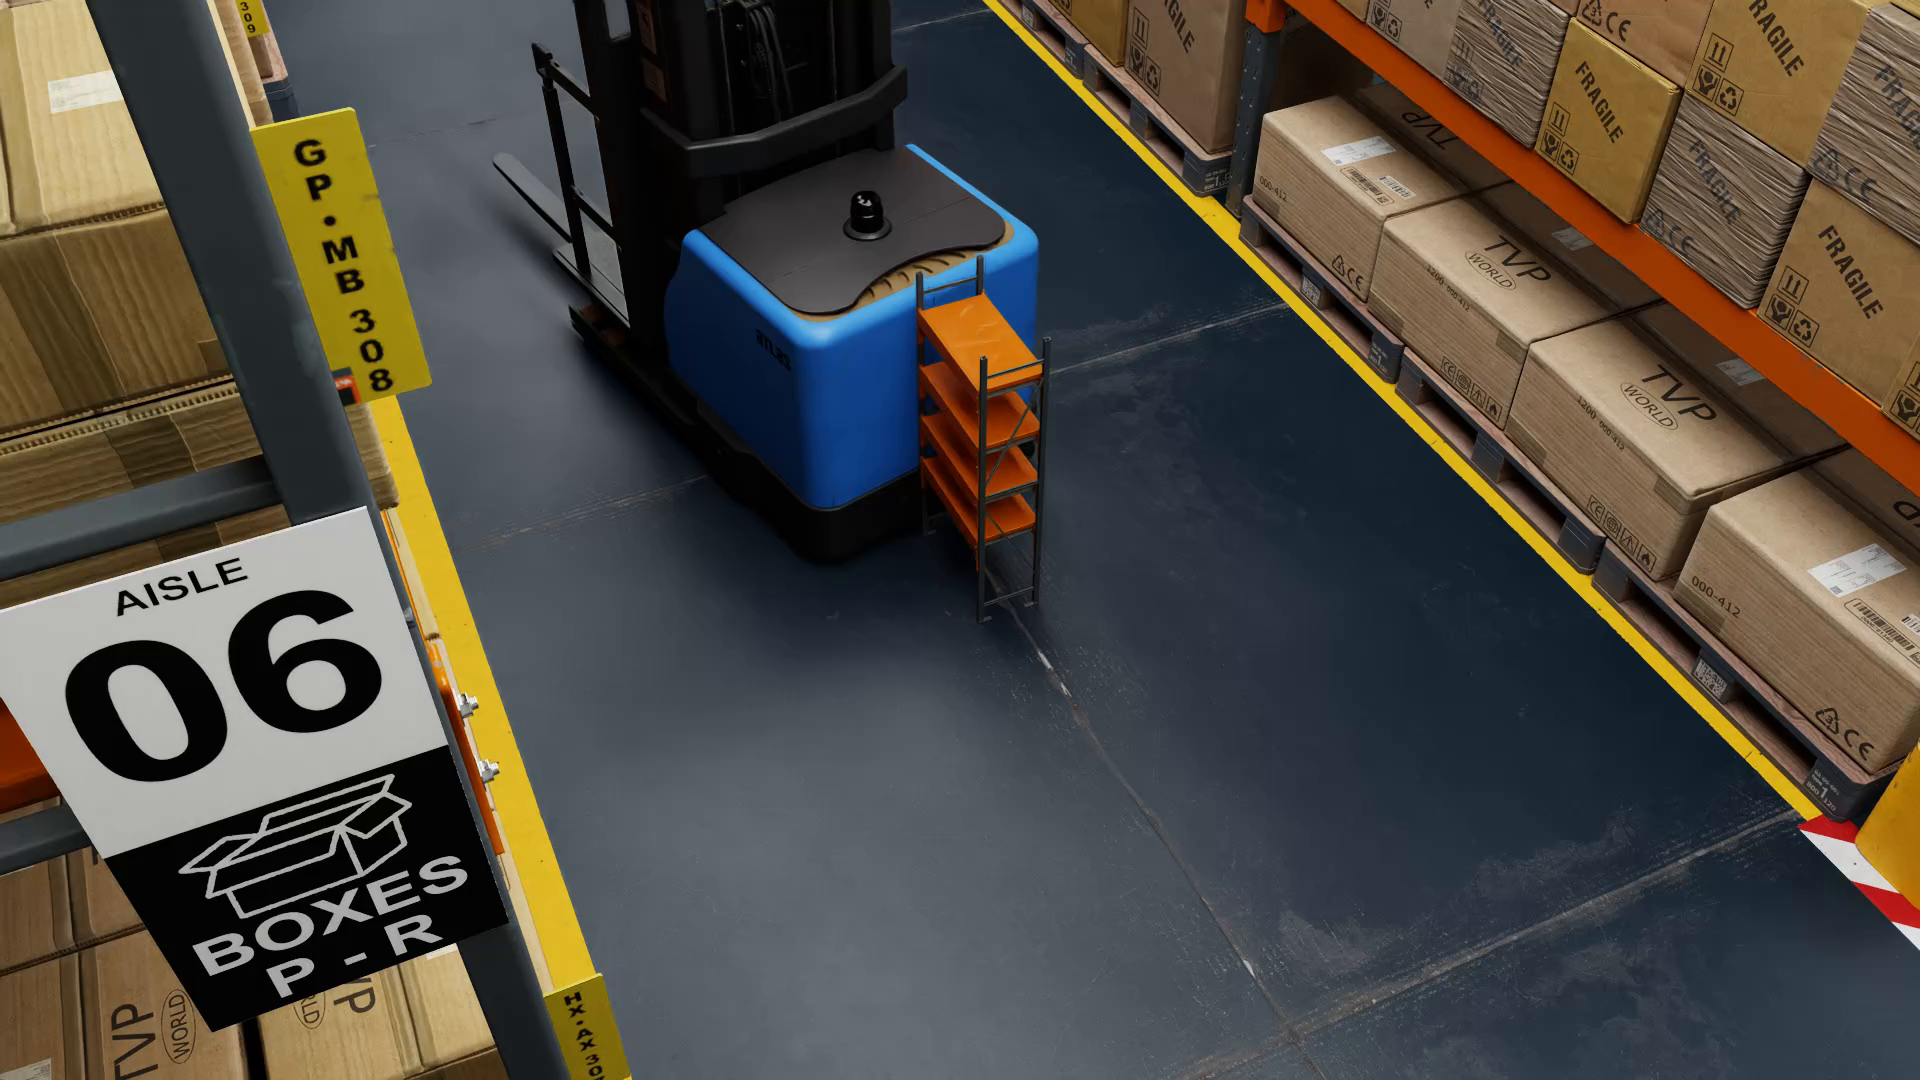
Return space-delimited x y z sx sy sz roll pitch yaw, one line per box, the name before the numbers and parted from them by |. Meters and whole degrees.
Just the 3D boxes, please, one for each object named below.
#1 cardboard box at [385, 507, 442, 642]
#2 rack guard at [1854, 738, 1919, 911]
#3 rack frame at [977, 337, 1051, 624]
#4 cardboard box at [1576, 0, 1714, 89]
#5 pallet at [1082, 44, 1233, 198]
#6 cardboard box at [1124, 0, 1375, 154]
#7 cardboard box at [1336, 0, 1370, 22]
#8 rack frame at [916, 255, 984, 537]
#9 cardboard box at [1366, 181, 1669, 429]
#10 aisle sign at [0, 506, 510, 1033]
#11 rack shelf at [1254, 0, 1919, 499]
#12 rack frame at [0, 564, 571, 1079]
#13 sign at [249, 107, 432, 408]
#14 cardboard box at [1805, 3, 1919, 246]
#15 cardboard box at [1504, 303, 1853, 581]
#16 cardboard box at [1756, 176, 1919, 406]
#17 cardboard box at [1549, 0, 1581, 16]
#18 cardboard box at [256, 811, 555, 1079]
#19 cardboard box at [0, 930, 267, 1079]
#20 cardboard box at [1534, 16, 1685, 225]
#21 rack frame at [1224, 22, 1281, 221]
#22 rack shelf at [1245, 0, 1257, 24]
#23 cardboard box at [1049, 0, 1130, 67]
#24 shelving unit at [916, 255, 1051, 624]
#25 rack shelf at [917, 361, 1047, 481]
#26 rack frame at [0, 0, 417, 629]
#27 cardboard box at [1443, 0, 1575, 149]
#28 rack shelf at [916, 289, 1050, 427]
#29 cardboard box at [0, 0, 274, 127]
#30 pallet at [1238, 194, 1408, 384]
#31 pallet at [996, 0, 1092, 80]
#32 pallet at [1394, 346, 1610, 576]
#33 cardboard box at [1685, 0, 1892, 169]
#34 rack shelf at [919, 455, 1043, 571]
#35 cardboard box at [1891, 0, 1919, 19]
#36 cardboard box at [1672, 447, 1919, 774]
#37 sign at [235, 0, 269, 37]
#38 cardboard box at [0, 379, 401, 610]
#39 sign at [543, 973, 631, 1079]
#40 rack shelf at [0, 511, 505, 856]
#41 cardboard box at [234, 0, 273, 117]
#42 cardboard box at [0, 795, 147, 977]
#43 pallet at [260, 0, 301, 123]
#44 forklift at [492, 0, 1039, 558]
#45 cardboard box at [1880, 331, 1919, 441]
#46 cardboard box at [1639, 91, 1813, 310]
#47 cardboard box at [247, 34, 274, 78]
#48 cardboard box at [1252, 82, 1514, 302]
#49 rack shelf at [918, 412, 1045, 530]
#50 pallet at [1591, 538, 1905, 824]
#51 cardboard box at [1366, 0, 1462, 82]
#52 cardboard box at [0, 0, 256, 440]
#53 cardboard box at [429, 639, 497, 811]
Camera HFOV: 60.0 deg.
cardboard box | -1.469 0.208 3.798 0.500 0.250 0.500 -19 48 -18
rack guard | 3.418 0.709 5.175 1.175 0.500 0.348 -18 47 -17
rack frame | 0.172 -0.166 5.564 0.240 1.200 0.015 -18 47 -17
cardboard box | 2.328 -1.786 5.141 0.500 0.500 0.500 -18 47 -18
pallet | 1.333 -2.221 8.351 1.003 0.211 1.213 -18 47 -17
cardboard box | 1.392 -2.509 7.871 0.875 0.875 0.875 -17 47 -16
cardboard box | 1.685 -2.404 6.479 0.500 0.500 0.500 -17 47 -16
rack frame | -0.033 -0.477 5.879 0.240 1.200 0.015 -18 47 -17
cardboard box | 2.269 -0.980 6.633 0.875 0.438 0.875 -19 48 -19
aisle sign | -0.799 0.304 1.955 0.394 0.787 0.004 -18 47 -17
rack shelf | 2.567 -1.214 5.857 1.077 0.370 4.000 -18 47 -17
rack frame | -1.094 1.273 2.825 1.000 3.000 0.127 -18 47 -17
sign | -0.602 -0.267 1.627 0.100 0.325 0.005 -18 47 -17
cardboard box | 2.742 -1.148 4.495 0.500 0.500 0.500 -18 47 -17
cardboard box | 2.647 -0.405 6.050 0.875 0.438 0.875 -17 47 -16
cardboard box | 2.767 -0.785 4.838 0.500 0.500 0.500 -19 48 -18
cardboard box | 2.118 -2.108 5.467 0.500 0.500 0.500 -17 47 -17
cardboard box | -1.041 0.851 3.146 0.500 0.250 0.500 -18 47 -17
cardboard box | -1.529 1.005 2.990 0.500 0.250 0.500 -17 47 -16
cardboard box | 2.313 -1.435 5.497 0.500 0.500 0.500 -17 47 -16
rack frame | 1.726 -2.745 6.896 1.000 3.000 0.127 -18 47 -17
rack shelf | 0.885 -3.763 8.440 1.077 0.370 4.000 -18 47 -17
cardboard box | 1.006 -3.083 8.452 0.875 0.875 0.875 -17 47 -16
shelving unit | 0.070 -0.322 5.722 0.258 1.200 0.503 -18 47 -17
rack shelf | 0.070 -0.433 5.612 0.258 0.148 0.480 -18 47 -17
rack frame | -1.094 -0.863 0.717 1.000 3.000 0.127 -18 47 -17
cardboard box | 2.097 -1.763 5.830 0.500 0.500 0.500 -18 47 -17
rack shelf | 0.070 -0.601 5.446 0.258 0.148 0.480 -18 47 -17
cardboard box | -1.250 -0.712 2.239 0.500 0.250 0.500 -18 47 -18
pallet | 1.974 -1.244 7.361 1.003 0.211 1.213 -18 47 -17
pallet | 0.816 -3.000 9.140 1.003 0.211 1.213 -18 47 -17
pallet | 2.491 -0.466 6.572 1.003 0.211 1.213 -18 47 -17
cardboard box | 2.537 -1.465 4.816 0.500 0.500 0.500 -18 47 -18
rack shelf | 0.070 -0.132 5.908 0.258 0.148 0.480 -18 47 -17
cardboard box | 2.693 -1.455 4.344 0.380 0.149 0.250 -17 47 -17
cardboard box | 3.039 0.176 5.461 0.875 0.438 0.875 -20 48 -19
sign | -2.287 -1.750 5.271 0.100 0.325 0.005 -18 47 -17
cardboard box | -1.033 -0.211 2.088 0.500 0.250 0.500 -19 48 -18
sign | -0.602 0.804 2.683 0.100 0.325 0.005 -18 47 -17
rack shelf | -1.935 -0.814 3.315 1.077 0.370 4.000 -18 47 -17
cardboard box | -1.469 -0.859 2.744 0.500 0.250 0.500 -19 48 -19
cardboard box | -1.744 0.676 3.324 0.500 0.250 0.500 -18 47 -17
pallet | -3.013 -1.750 6.024 1.003 0.211 1.213 -18 47 -17
forklift | -0.997 -1.964 6.154 1.130 2.935 3.031 -28 51 -26
cardboard box | 2.965 -0.460 4.510 0.500 0.500 0.500 -18 47 -17
cardboard box | 2.542 -1.110 5.168 0.500 0.500 0.500 -17 47 -16
cardboard box | -2.777 -1.836 5.605 0.700 0.500 0.500 -17 47 -16
cardboard box | 1.892 -1.550 7.211 0.875 0.438 0.875 -19 48 -18
rack shelf | 0.070 -0.274 5.769 0.258 0.148 0.480 -18 47 -17
pallet | 3.000 0.311 5.785 1.003 0.211 1.213 -18 47 -17
cardboard box | 1.893 -2.082 6.153 0.500 0.500 0.500 -18 47 -17
cardboard box | -1.053 -0.382 1.905 0.500 0.250 0.500 -19 48 -18
cardboard box | -1.253 0.530 3.472 0.500 0.250 0.500 -18 47 -17
